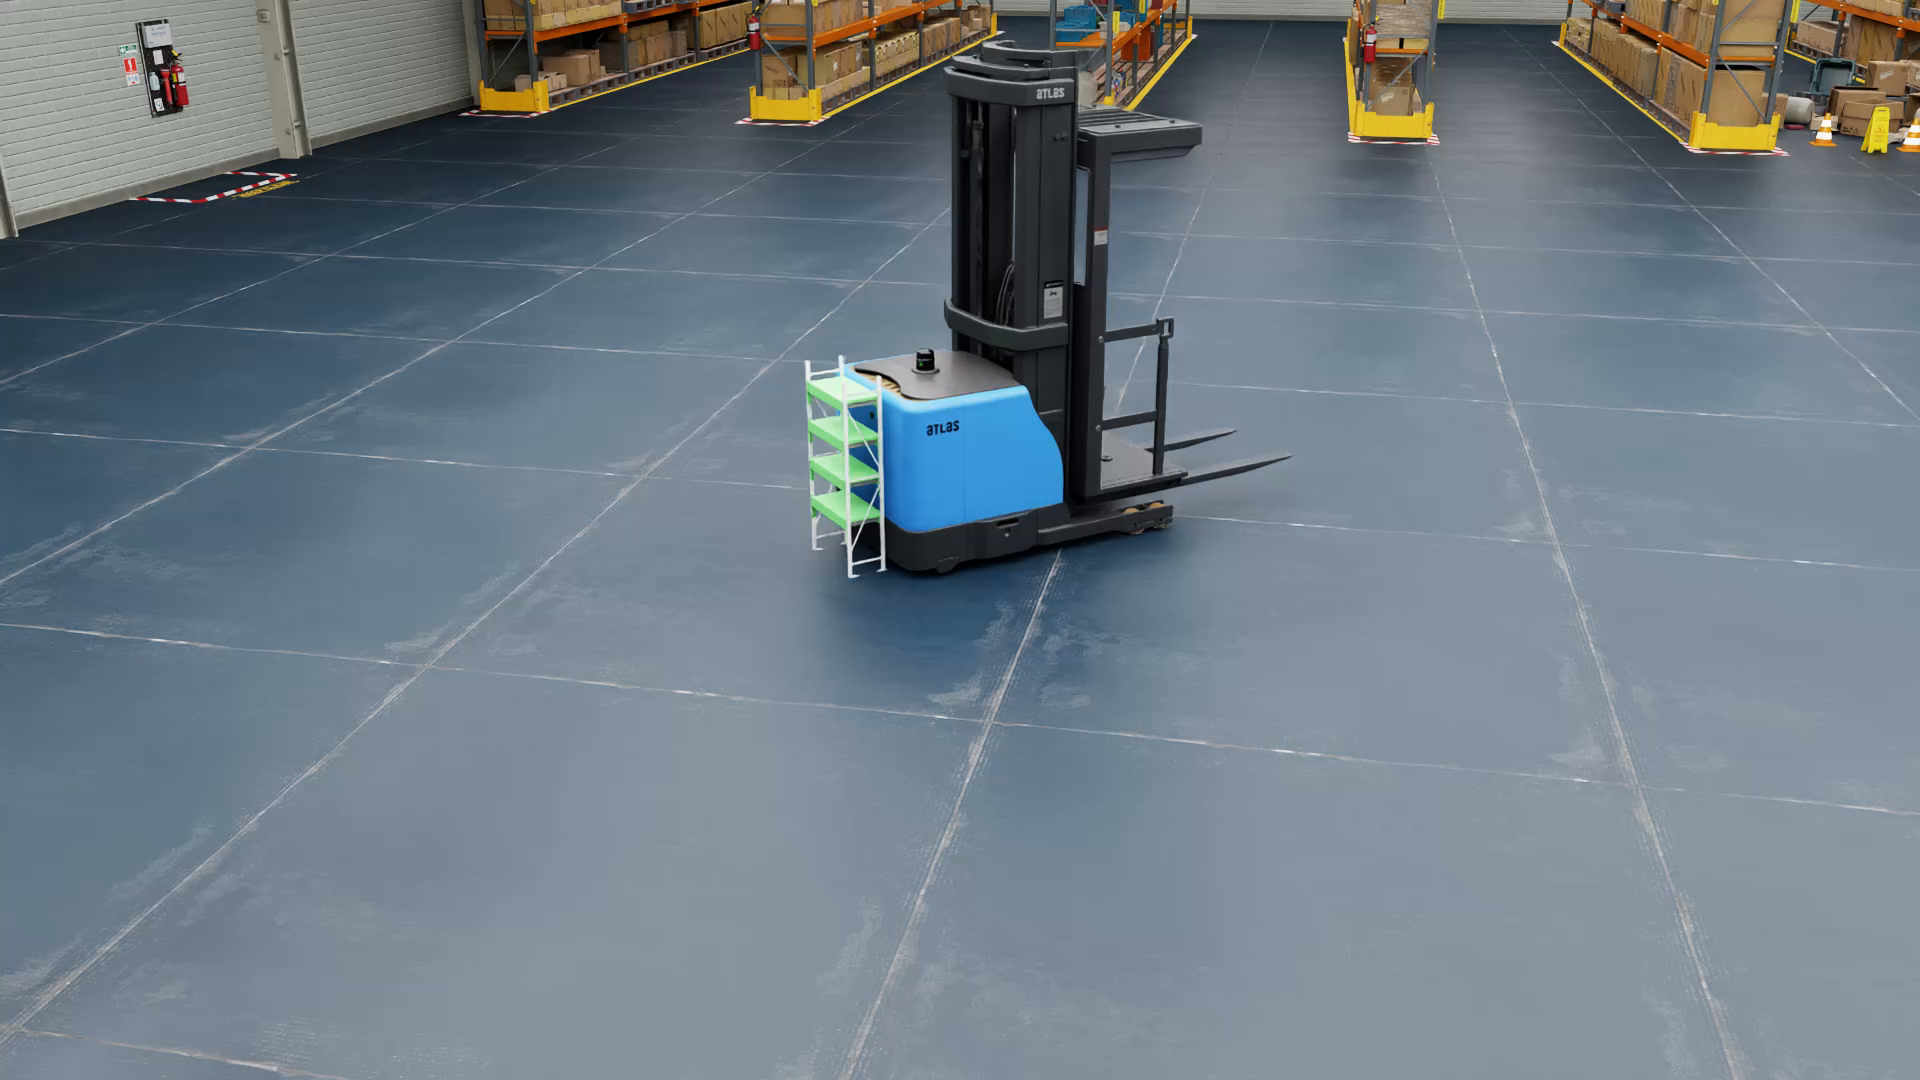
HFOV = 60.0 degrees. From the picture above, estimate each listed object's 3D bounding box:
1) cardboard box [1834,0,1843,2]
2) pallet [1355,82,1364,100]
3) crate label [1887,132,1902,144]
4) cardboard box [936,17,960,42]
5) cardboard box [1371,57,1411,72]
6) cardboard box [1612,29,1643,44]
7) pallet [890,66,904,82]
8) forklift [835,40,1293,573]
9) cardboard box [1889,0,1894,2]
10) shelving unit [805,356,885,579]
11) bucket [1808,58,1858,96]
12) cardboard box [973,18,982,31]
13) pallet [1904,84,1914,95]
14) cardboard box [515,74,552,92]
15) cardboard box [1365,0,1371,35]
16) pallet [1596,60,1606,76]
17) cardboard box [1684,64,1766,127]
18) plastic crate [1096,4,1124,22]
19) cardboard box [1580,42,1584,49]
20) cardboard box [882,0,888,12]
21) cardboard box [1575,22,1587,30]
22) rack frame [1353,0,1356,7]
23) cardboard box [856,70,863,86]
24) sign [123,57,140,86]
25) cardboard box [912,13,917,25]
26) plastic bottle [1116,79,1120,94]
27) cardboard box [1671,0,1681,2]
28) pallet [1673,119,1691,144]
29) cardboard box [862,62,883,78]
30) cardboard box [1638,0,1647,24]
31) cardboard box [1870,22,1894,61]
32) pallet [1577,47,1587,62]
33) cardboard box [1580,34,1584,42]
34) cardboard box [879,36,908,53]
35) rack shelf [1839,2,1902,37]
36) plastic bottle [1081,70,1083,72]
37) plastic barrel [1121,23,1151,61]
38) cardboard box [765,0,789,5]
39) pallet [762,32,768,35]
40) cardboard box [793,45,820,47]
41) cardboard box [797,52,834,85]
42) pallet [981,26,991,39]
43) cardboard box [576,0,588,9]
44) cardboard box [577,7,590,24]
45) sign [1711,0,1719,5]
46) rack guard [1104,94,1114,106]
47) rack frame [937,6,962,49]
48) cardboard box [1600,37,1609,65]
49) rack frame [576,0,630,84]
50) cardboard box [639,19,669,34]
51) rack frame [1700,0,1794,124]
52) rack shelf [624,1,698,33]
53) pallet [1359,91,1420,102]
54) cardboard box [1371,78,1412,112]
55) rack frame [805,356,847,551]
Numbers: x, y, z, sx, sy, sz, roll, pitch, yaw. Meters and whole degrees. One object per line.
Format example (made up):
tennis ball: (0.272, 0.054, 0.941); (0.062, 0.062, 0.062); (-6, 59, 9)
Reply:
cardboard box: (18.776, -11.599, 35.005); (0.500, 0.500, 0.500); (5, 22, 11)
pallet: (7.755, -8.185, 30.394); (1.003, 0.211, 1.213); (4, 22, 11)
crate label: (14.251, -6.155, 25.454); (0.250, 0.136, 0.298); (-7, 23, -17)
cardboard box: (-0.288, -11.718, 38.191); (0.500, 0.500, 0.500); (4, 22, 11)
cardboard box: (7.744, -8.461, 30.104); (0.700, 0.500, 0.500); (3, 22, 7)
cardboard box: (13.131, -9.895, 32.686); (0.500, 0.250, 0.500); (4, 22, 10)
pallet: (-1.741, -9.376, 33.352); (1.003, 0.211, 1.213); (4, 22, 11)
forklift: (0.762, -1.549, 10.277); (3.031, 2.935, 1.130); (-12, 25, -28)
cardboard box: (18.066, -10.447, 31.811); (0.500, 0.250, 0.500); (4, 22, 10)
shelving unit: (-0.676, -0.433, 9.822); (0.258, 1.200, 0.503); (-12, 25, -27)
bucket: (14.662, -7.739, 27.903); (0.726, 0.611, 0.620); (13, 15, 29)
cardboard box: (0.256, -12.704, 40.975); (0.500, 0.250, 0.500); (4, 22, 11)
pallet: (17.954, -8.322, 30.734); (1.003, 0.211, 1.213); (4, 22, 11)
cardboard box: (-7.537, -8.066, 29.377); (0.500, 0.311, 0.500); (2, 22, 5)
cardboard box: (6.905, -8.306, 26.430); (0.875, 0.500, 0.500); (4, 22, 11)
pallet: (13.661, -9.678, 34.102); (1.003, 0.211, 1.213); (4, 22, 11)
cardboard box: (11.690, -6.778, 25.449); (0.875, 0.875, 0.875); (5, 22, 11)
plastic crate: (2.517, -9.360, 29.663); (0.767, 0.338, 0.504); (4, 22, 11)
cardboard box: (13.937, -10.936, 36.747); (0.380, 0.149, 0.250); (4, 22, 9)
cardboard box: (-1.717, -10.652, 32.653); (0.500, 0.500, 0.500); (4, 22, 11)
cardboard box: (14.192, -11.667, 37.765); (0.380, 0.149, 0.250); (5, 22, 12)
rack frame: (10.046, -13.582, 40.062); (1.000, 3.000, 0.127); (4, 22, 11)
cardboard box: (-2.092, -8.501, 30.565); (0.500, 0.250, 0.500); (4, 22, 11)
sign: (-10.450, -5.912, 20.971); (0.001, 0.329, 0.234); (4, 22, 11)
cardboard box: (-1.111, -11.561, 36.796); (0.500, 0.250, 0.500); (4, 22, 10)
plastic bottle: (2.739, -7.922, 29.072); (0.097, 0.271, 0.097); (0, 22, 0)
cardboard box: (12.323, -9.217, 27.577); (0.875, 0.550, 0.550); (4, 22, 11)
pallet: (11.703, -6.320, 25.764); (1.003, 0.211, 1.213); (4, 22, 11)
cardboard box: (-1.775, -8.998, 31.799); (0.500, 0.250, 0.500); (4, 22, 10)
cardboard box: (12.585, -9.591, 30.020); (0.500, 0.500, 0.500); (4, 22, 10)
cardboard box: (18.523, -9.682, 32.661); (0.875, 0.875, 0.875); (5, 22, 12)
pallet: (14.167, -10.659, 36.537); (1.003, 0.211, 1.213); (4, 22, 11)
cardboard box: (13.898, -11.053, 36.639); (0.380, 0.149, 0.250); (4, 22, 9)
cardboard box: (-1.355, -10.007, 33.553); (0.500, 0.311, 0.500); (4, 22, 11)
rack shelf: (18.523, -10.299, 32.873); (1.077, 0.370, 4.000); (4, 22, 11)
plastic bottle: (2.178, -8.283, 29.861); (0.144, 0.351, 0.185); (5, 22, 12)
plastic barrel: (3.648, -10.402, 34.510); (0.600, 0.830, 0.708); (4, 22, 11)
cardboard box: (-3.025, -8.989, 27.655); (0.380, 0.149, 0.250); (4, 22, 10)
pallet: (-5.086, -12.231, 40.439); (1.003, 0.211, 1.213); (4, 22, 11)
cardboard box: (-2.705, -8.706, 30.069); (0.500, 0.500, 0.500); (4, 22, 11)
cardboard box: (-2.489, -8.116, 28.606); (0.500, 0.500, 0.500); (4, 22, 11)
pallet: (0.172, -12.726, 41.669); (1.003, 0.211, 1.213); (4, 22, 11)
cardboard box: (-7.059, -9.861, 29.993); (0.500, 0.500, 0.500); (5, 23, 13)
cardboard box: (-7.049, -9.519, 30.147); (0.500, 0.250, 0.500); (5, 22, 11)
sign: (11.088, -8.009, 24.357); (0.100, 0.325, 0.005); (4, 22, 11)
rack guard: (1.902, -6.980, 27.016); (1.175, 0.500, 0.348); (4, 22, 11)
rack frame: (-0.467, -12.876, 38.309); (1.000, 3.000, 0.127); (4, 22, 11)
cardboard box: (13.328, -9.921, 33.757); (0.500, 0.500, 0.500); (3, 22, 9)
rack frame: (-6.950, -10.326, 31.978); (1.000, 3.000, 0.127); (4, 22, 11)
cardboard box: (-6.407, -10.711, 34.686); (0.500, 0.250, 0.500); (5, 22, 12)
rack frame: (11.616, -7.315, 24.503); (1.000, 3.000, 0.127); (4, 22, 11)
rack shelf: (-6.542, -10.724, 33.929); (1.077, 0.370, 4.000); (4, 22, 11)
pallet: (7.495, -7.652, 29.070); (1.003, 0.211, 1.213); (4, 22, 11)
cardboard box: (7.013, -7.214, 27.035); (0.500, 0.500, 0.500); (11, 24, 25)
rack frame: (-0.797, -0.512, 10.018); (0.240, 1.200, 0.015); (-12, 25, -27)
